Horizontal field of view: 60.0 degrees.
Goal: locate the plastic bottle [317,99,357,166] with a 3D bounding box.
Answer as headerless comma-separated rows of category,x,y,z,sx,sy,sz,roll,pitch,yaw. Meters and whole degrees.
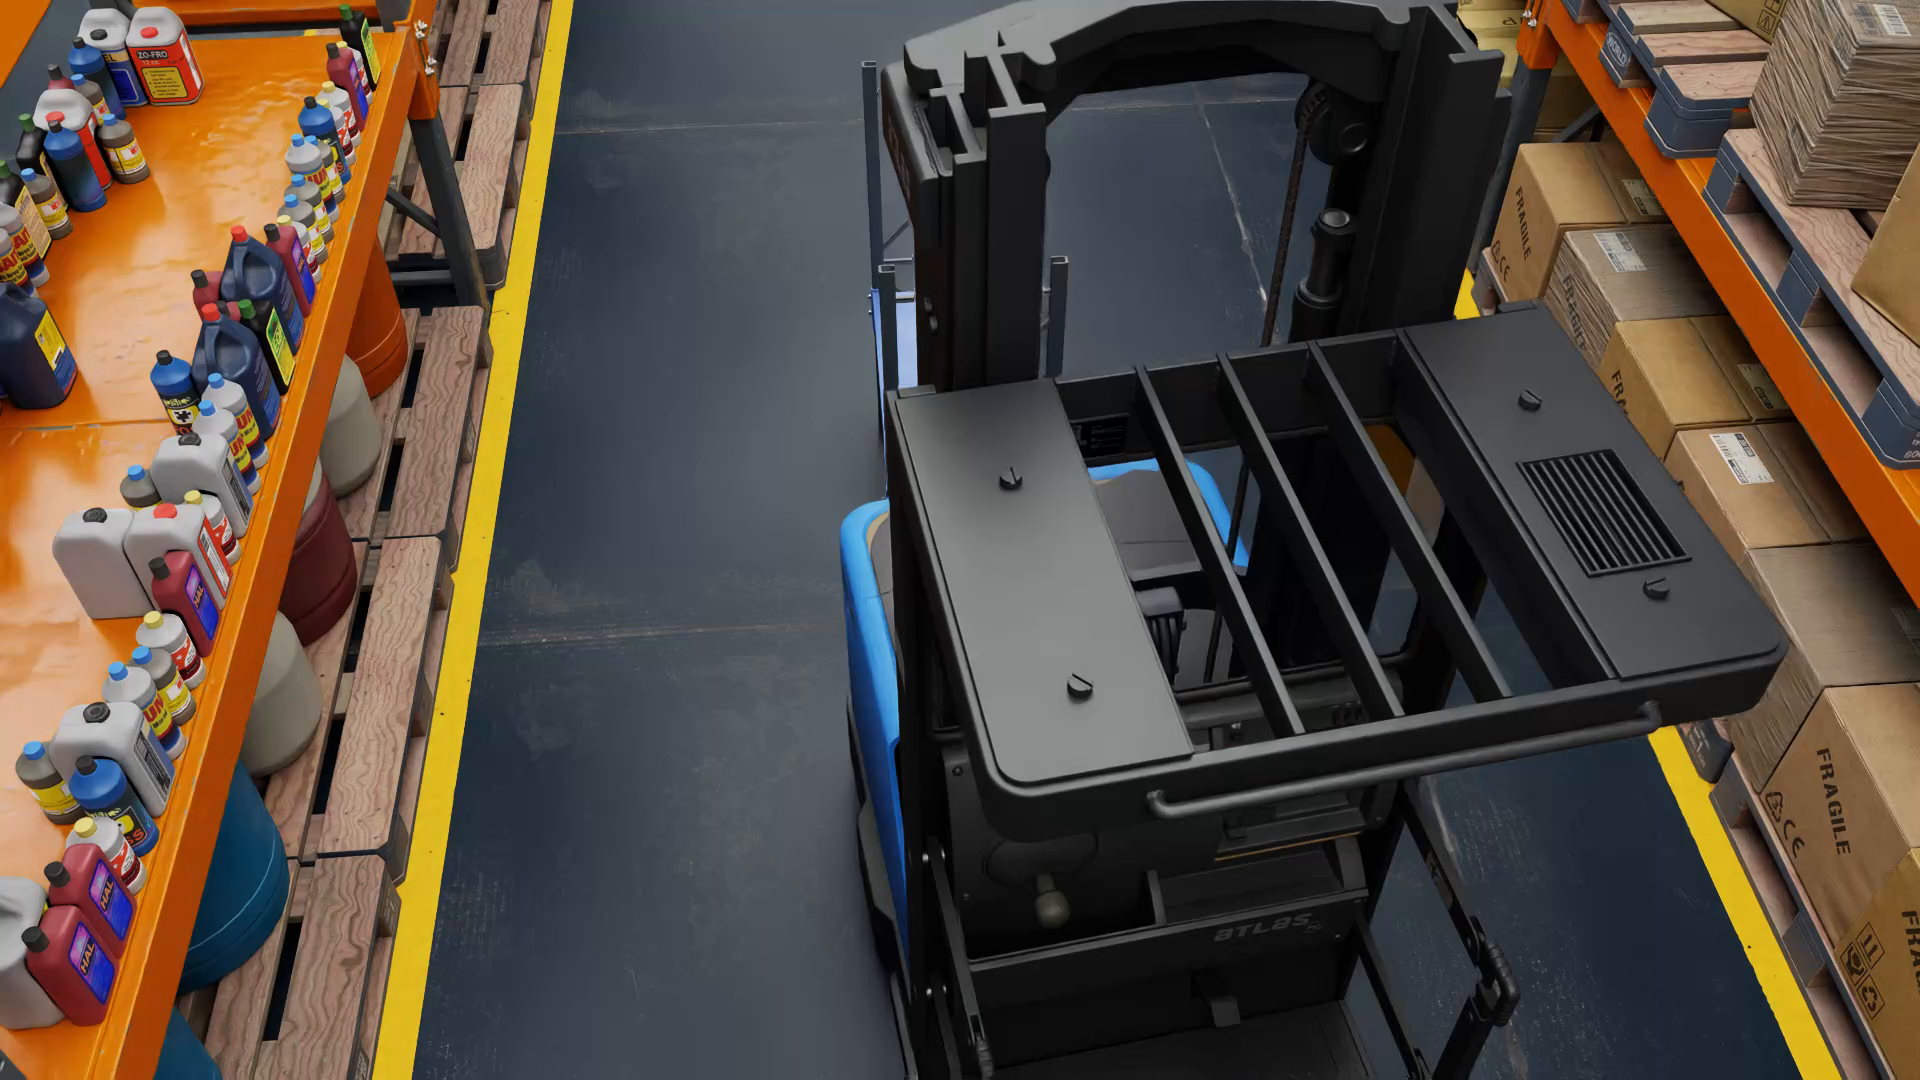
plastic bottle,-1.883,-1.223,4.980,0.097,0.201,0.097,0,47,0

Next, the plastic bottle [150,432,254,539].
plastic bottle,-1.782,-0.140,3.902,0.152,0.276,0.135,-3,47,-3

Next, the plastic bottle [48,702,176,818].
plastic bottle,-1.715,0.433,3.359,0.152,0.276,0.135,-3,47,-3

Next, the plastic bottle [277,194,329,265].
plastic bottle,-1.842,-0.871,4.646,0.097,0.201,0.097,0,47,0

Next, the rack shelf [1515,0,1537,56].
rack shelf,2.408,-3.379,7.379,1.077,0.370,4.000,-3,47,-3

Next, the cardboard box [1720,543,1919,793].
cardboard box,2.509,0.363,4.759,0.500,0.500,0.500,-3,47,-3

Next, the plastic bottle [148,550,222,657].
plastic bottle,-1.706,0.120,3.651,0.061,0.283,0.133,-3,47,-3

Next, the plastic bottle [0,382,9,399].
plastic bottle,-2.530,-0.502,4.245,0.152,0.276,0.135,-3,47,-3

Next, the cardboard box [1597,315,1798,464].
cardboard box,2.416,-0.382,5.465,0.500,0.500,0.500,-4,47,-4

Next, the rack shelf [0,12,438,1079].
rack shelf,-2.193,-0.186,4.356,1.077,0.370,4.000,-3,47,-3

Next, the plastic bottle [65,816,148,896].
plastic bottle,-1.670,0.612,3.242,0.097,0.201,0.097,0,47,0

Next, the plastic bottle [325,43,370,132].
plastic bottle,-1.882,-1.407,5.097,0.061,0.283,0.133,-3,47,-3

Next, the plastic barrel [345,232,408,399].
plastic barrel,-2.303,-0.926,5.766,0.600,0.830,0.708,-3,47,-3

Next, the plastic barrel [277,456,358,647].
plastic barrel,-2.208,-0.026,5.080,0.600,0.588,0.708,-3,47,-3

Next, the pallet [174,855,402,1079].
pallet,-2.049,1.412,4.268,1.003,0.211,1.213,-3,47,-3

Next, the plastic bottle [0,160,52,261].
plastic bottle,-2.623,-0.906,4.623,0.061,0.283,0.133,-3,47,-3

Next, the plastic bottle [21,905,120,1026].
plastic bottle,-1.631,0.762,3.042,0.061,0.283,0.133,-3,47,-3

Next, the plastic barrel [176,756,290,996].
plastic barrel,-2.113,0.684,4.193,0.600,0.901,0.708,-3,47,-3

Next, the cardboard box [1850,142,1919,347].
cardboard box,2.701,-0.738,4.025,0.700,0.500,0.500,-14,48,-13

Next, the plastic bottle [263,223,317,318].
plastic bottle,-1.806,-0.747,4.472,0.061,0.283,0.133,-3,47,-3

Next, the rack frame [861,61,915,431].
rack frame,-0.050,-0.945,5.612,0.500,1.500,0.032,-3,47,-3

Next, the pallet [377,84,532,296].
pallet,-2.387,-1.485,7.011,1.003,0.211,1.213,-3,47,-3

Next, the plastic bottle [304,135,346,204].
plastic bottle,-1.866,-1.083,4.846,0.097,0.201,0.097,0,47,0

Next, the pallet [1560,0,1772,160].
pallet,2.703,-1.627,5.357,1.213,0.211,1.003,-3,47,-3

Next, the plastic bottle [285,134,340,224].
plastic bottle,-1.858,-1.036,4.754,0.097,0.271,0.097,0,47,0

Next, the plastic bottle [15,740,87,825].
plastic bottle,-1.838,0.480,3.366,0.097,0.201,0.097,0,47,0

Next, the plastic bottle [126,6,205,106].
plastic bottle,-2.495,-1.514,5.204,0.152,0.276,0.135,-3,47,-3

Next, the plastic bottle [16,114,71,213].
plastic bottle,-2.642,-1.073,4.781,0.061,0.283,0.133,-3,47,-3

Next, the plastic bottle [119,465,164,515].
plastic bottle,-1.904,-0.093,3.909,0.097,0.201,0.097,0,47,0

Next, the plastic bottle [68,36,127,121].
plastic bottle,-2.664,-1.418,5.116,0.097,0.271,0.097,0,47,0

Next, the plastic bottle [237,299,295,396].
plastic bottle,-1.779,-0.516,4.254,0.061,0.283,0.133,-3,47,-3

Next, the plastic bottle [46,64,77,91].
plastic bottle,-2.664,-1.267,4.964,0.061,0.283,0.133,-3,47,-3

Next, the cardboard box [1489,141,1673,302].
cardboard box,2.329,-1.124,6.167,0.500,0.500,0.500,-2,47,-2

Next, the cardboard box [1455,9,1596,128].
cardboard box,2.287,-1.935,6.735,0.500,0.311,0.500,-2,47,-2

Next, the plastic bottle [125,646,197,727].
plastic bottle,-1.706,0.303,3.534,0.097,0.201,0.097,0,47,0

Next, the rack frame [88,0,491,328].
rack frame,-2.360,-1.881,5.465,1.000,3.000,0.127,-3,47,-3

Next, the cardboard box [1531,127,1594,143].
cardboard box,2.289,-1.744,6.940,0.500,0.250,0.500,-2,47,-2

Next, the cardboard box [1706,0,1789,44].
cardboard box,2.741,-1.909,5.134,0.700,0.500,0.500,-18,49,-16

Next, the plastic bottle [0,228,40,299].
plastic bottle,-2.587,-0.749,4.482,0.097,0.271,0.097,0,47,0

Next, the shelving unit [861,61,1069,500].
shelving unit,-0.007,-0.577,5.264,0.538,1.500,1.048,-3,47,-3

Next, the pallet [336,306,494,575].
pallet,-2.253,-0.354,5.940,1.003,0.211,1.213,-3,47,-3

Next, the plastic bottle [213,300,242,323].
plastic bottle,-1.840,-0.513,4.250,0.061,0.283,0.133,-3,47,-3

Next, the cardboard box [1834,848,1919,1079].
cardboard box,2.584,1.084,4.076,0.500,0.500,0.500,-4,47,-4

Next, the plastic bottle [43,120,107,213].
plastic bottle,-2.565,-1.087,4.802,0.097,0.271,0.097,0,47,0

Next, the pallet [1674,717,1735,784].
pallet,2.700,0.203,5.412,1.003,0.211,1.213,-3,47,-3

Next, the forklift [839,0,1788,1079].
forklift,0.478,0.613,3.150,1.130,2.935,3.031,-9,47,-8

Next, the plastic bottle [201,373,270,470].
plastic bottle,-1.772,-0.294,4.051,0.097,0.271,0.097,0,47,0

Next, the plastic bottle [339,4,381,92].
plastic bottle,-1.901,-1.574,5.255,0.061,0.283,0.133,-3,47,-3
